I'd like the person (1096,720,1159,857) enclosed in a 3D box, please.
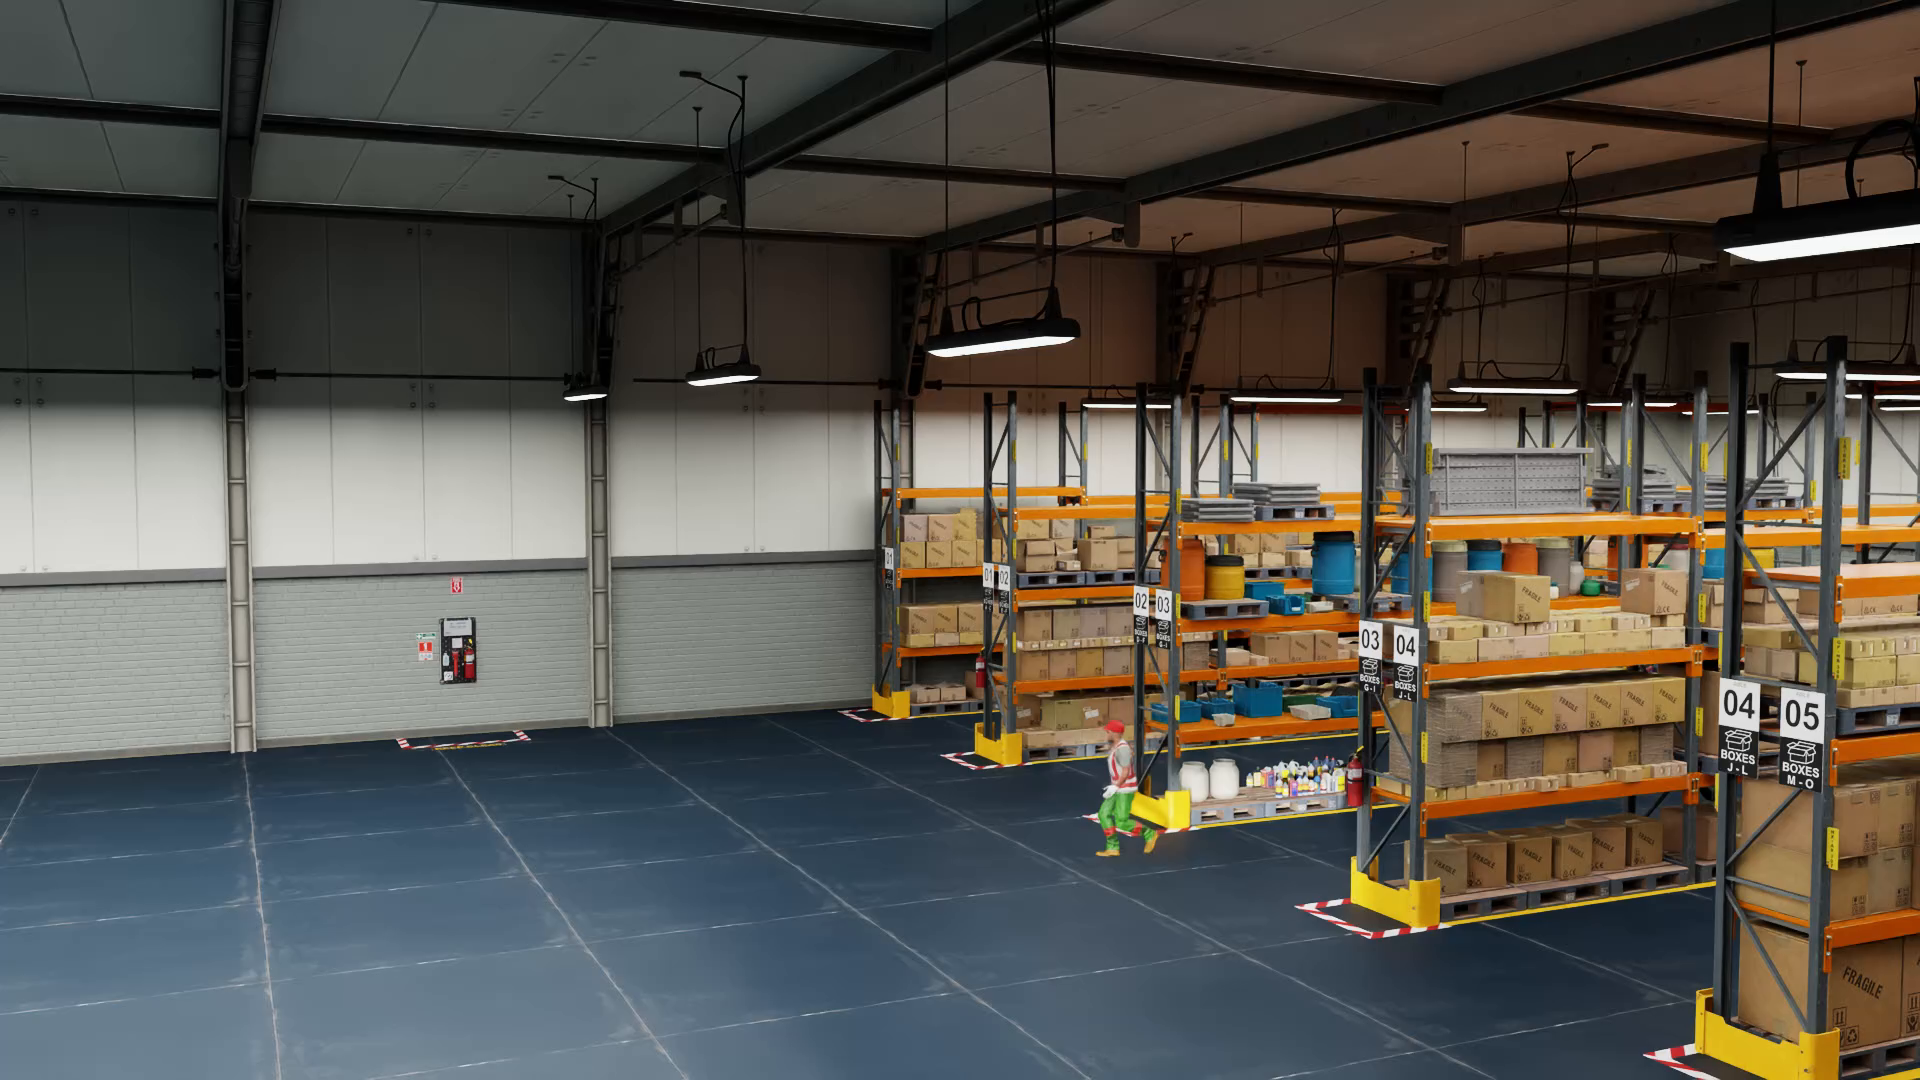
[{"bbox_3d":[2.083,3.105,20.869,0.796,1.698,0.592,-1,3,-10],"label":"person"}]

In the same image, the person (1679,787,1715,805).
[{"bbox_3d":[9.990,3.061,22.593,1.008,1.536,0.506,-1,3,-15],"label":"person"}]
